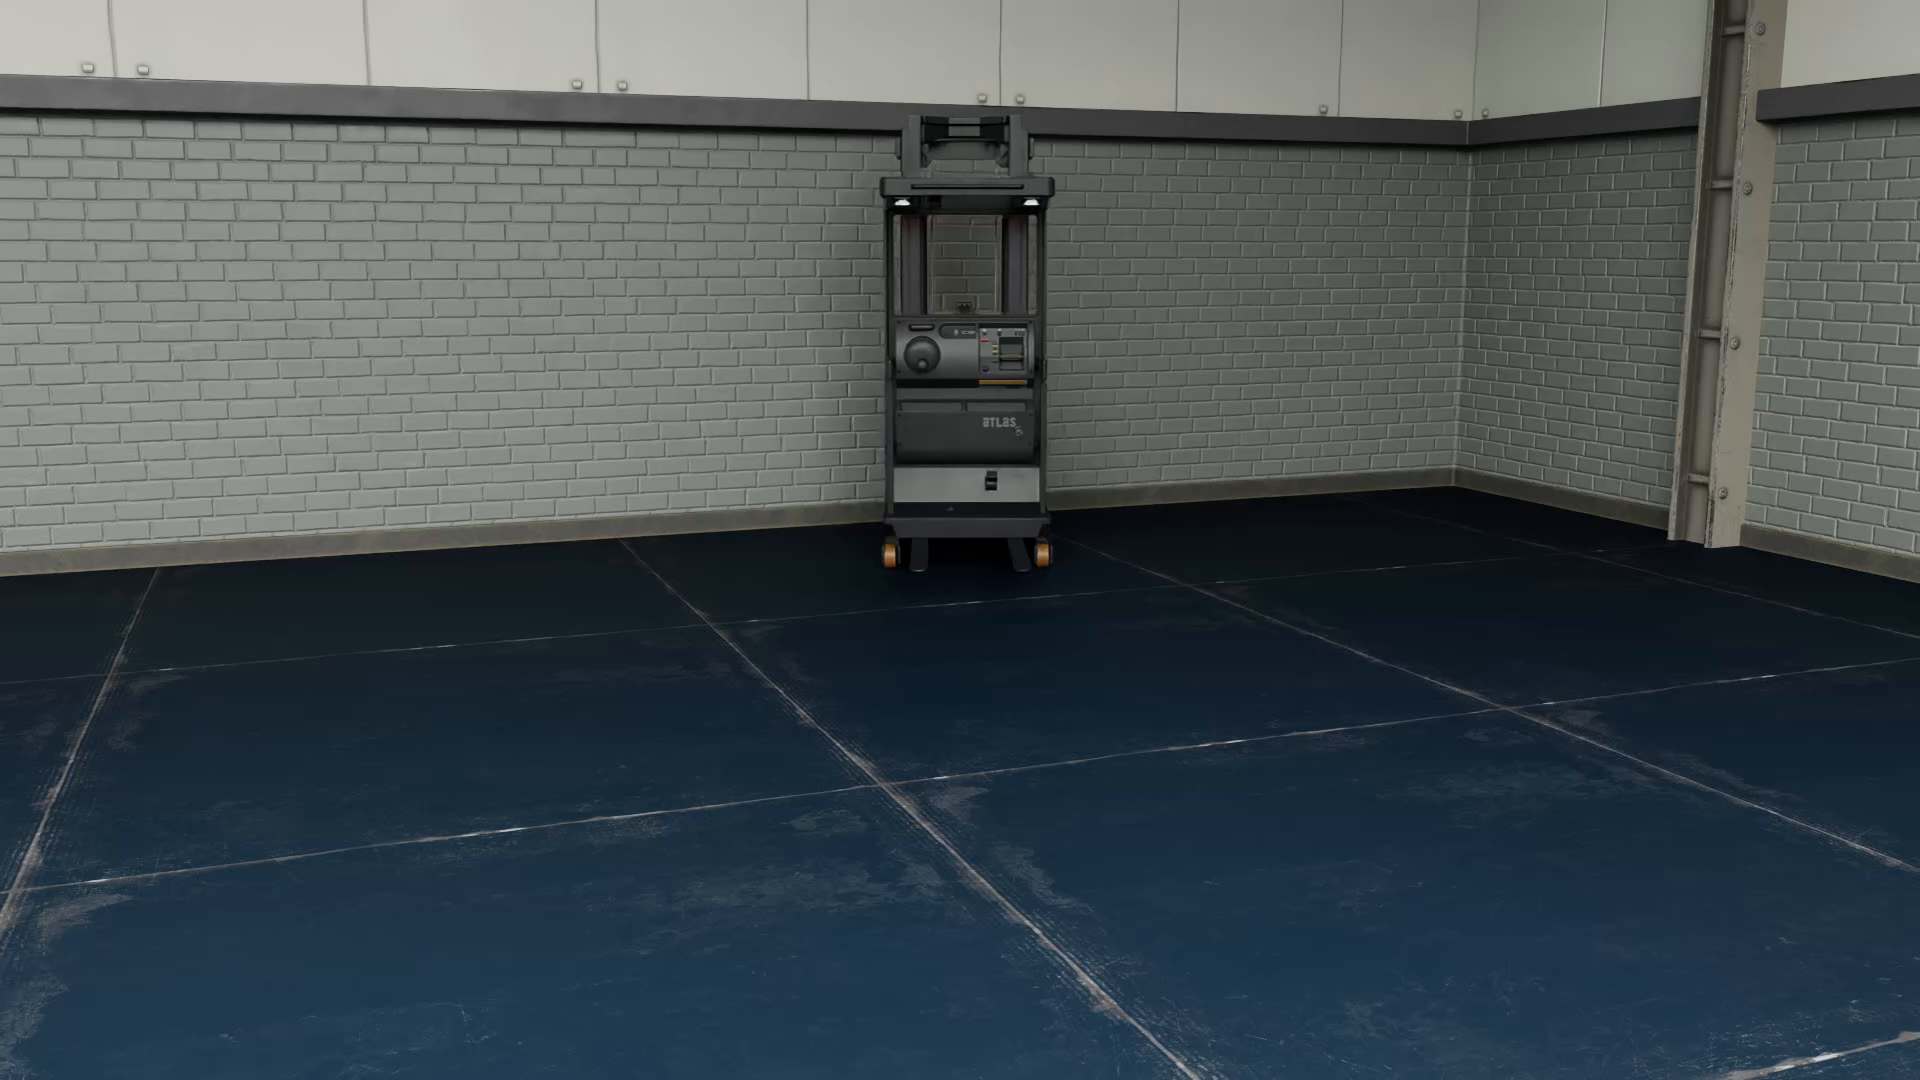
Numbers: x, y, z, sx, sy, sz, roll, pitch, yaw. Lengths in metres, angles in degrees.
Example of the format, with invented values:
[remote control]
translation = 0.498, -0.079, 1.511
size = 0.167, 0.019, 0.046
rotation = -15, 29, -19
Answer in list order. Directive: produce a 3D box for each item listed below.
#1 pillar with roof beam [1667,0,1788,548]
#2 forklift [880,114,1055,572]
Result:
[pillar with roof beam]
translation = 1.287, -4.142, 9.512
size = 9.100, 9.000, 0.400
rotation = -4, 11, -21
[forklift]
translation = 0.039, -1.311, 10.919
size = 1.130, 2.935, 3.031
rotation = 0, 10, -1
